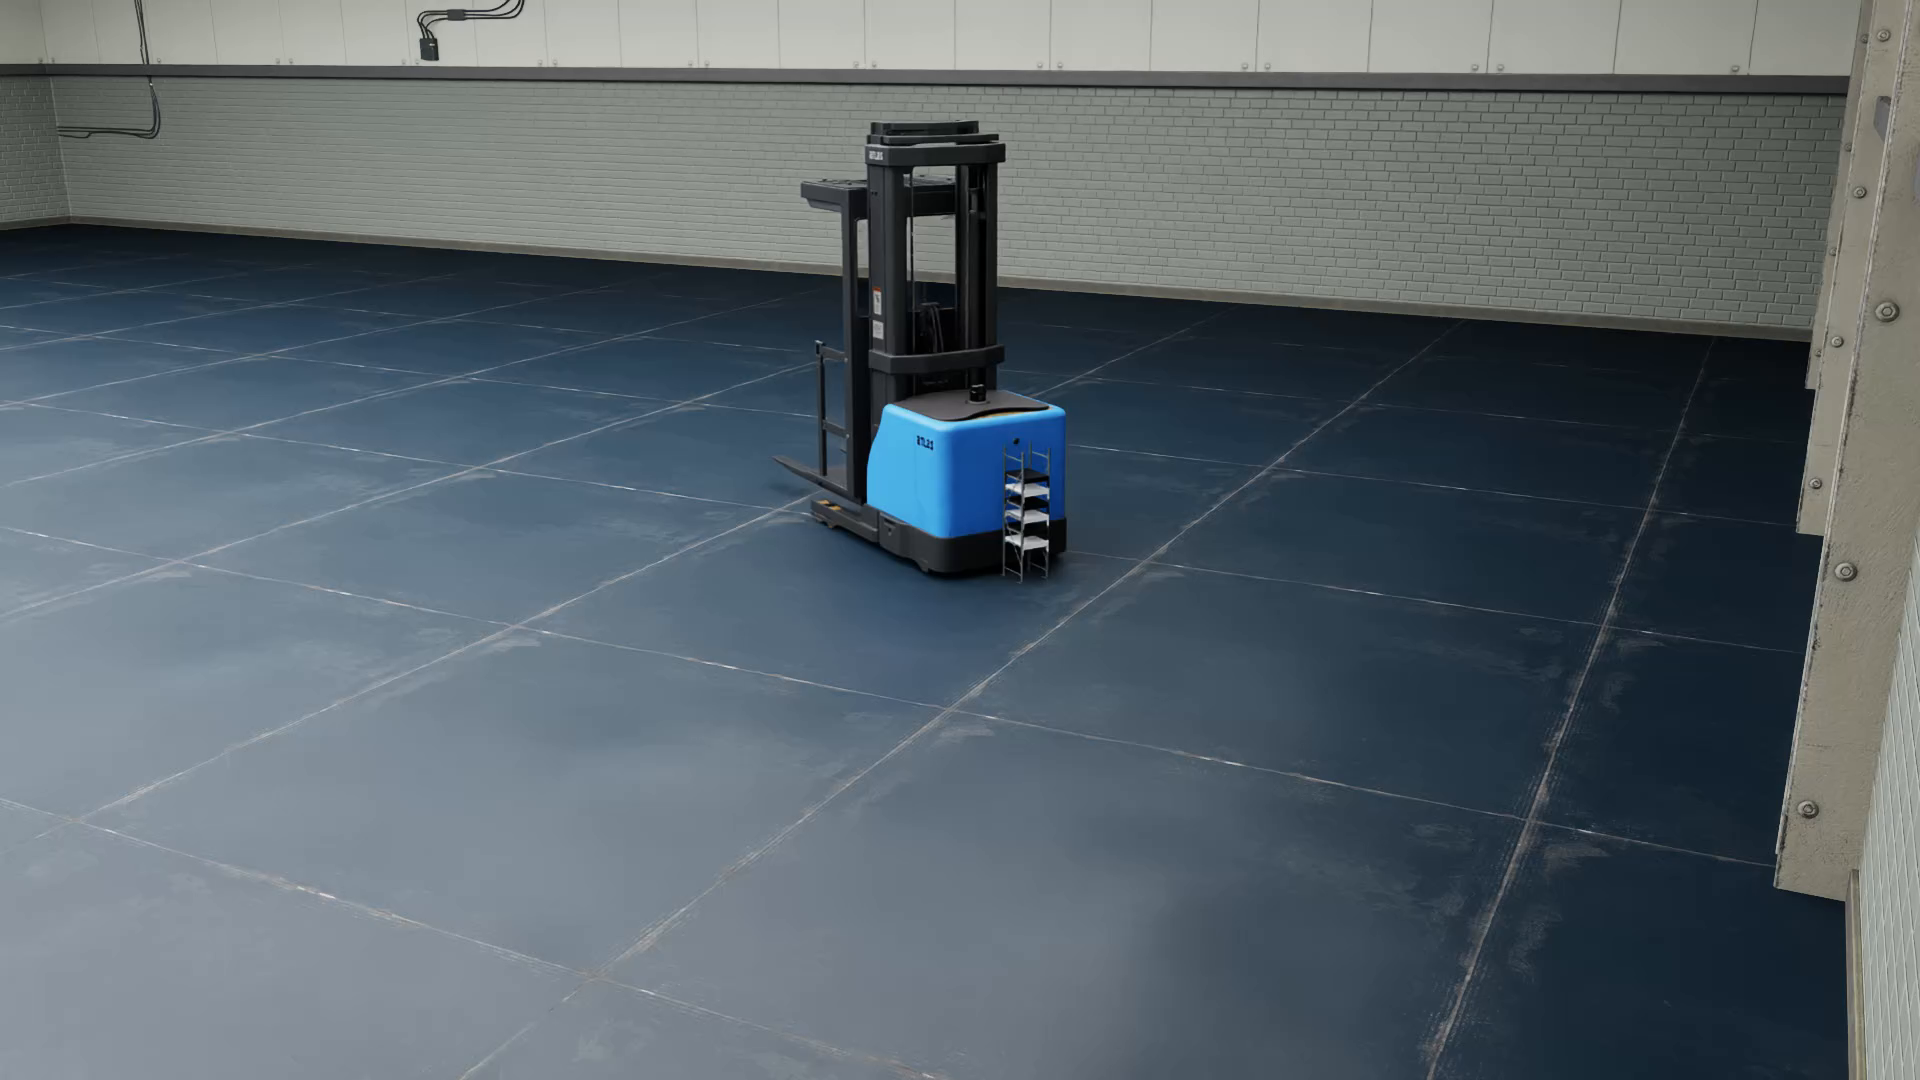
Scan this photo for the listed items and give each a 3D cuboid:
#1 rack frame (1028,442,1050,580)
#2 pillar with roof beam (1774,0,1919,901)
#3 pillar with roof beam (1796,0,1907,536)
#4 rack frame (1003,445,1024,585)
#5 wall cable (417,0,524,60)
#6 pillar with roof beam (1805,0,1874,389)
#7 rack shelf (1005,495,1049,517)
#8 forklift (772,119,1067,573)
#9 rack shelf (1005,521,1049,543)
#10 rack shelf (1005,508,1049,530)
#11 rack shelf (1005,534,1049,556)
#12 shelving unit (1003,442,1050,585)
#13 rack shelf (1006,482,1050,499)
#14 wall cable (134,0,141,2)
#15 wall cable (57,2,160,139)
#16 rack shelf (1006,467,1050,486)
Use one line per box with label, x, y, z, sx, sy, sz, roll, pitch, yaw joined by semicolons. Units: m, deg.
rack frame;0.526;-0.194;11.098;0.006;0.900;0.240;-10;19;-30
pillar with roof beam;-0.170;-3.418;7.726;9.100;9.000;0.400;8;18;25
pillar with roof beam;2.511;-4.946;12.872;9.100;9.000;0.400;8;18;25
rack frame;0.352;-0.164;10.997;0.006;0.900;0.240;-10;19;-30
wall cable;-8.152;-10.935;27.062;2.305;6.003;0.169;8;18;25
pillar with roof beam;5.192;-6.474;18.017;9.100;9.000;0.400;8;18;25
rack shelf;0.439;-0.234;11.031;0.200;0.077;0.258;-10;19;-30
forklift;-0.458;-1.552;12.101;1.130;2.935;3.031;-10;19;-30
rack shelf;0.439;-0.061;11.082;0.200;0.077;0.258;-10;19;-30
rack shelf;0.439;-0.147;11.057;0.200;0.077;0.258;-10;19;-30
rack shelf;0.439;0.025;11.108;0.200;0.077;0.258;-10;19;-30
shelving unit;0.439;-0.179;11.047;0.210;0.900;0.258;-10;19;-30
rack shelf;0.439;-0.320;11.005;0.200;0.077;0.258;-10;19;-30
wall cable;-14.217;-11.105;30.190;3.097;2.526;0.112;8;18;25
wall cable;-16.638;-9.028;32.068;3.097;2.526;0.112;8;18;25
rack shelf;0.439;-0.406;10.980;0.200;0.077;0.258;-10;19;-30
